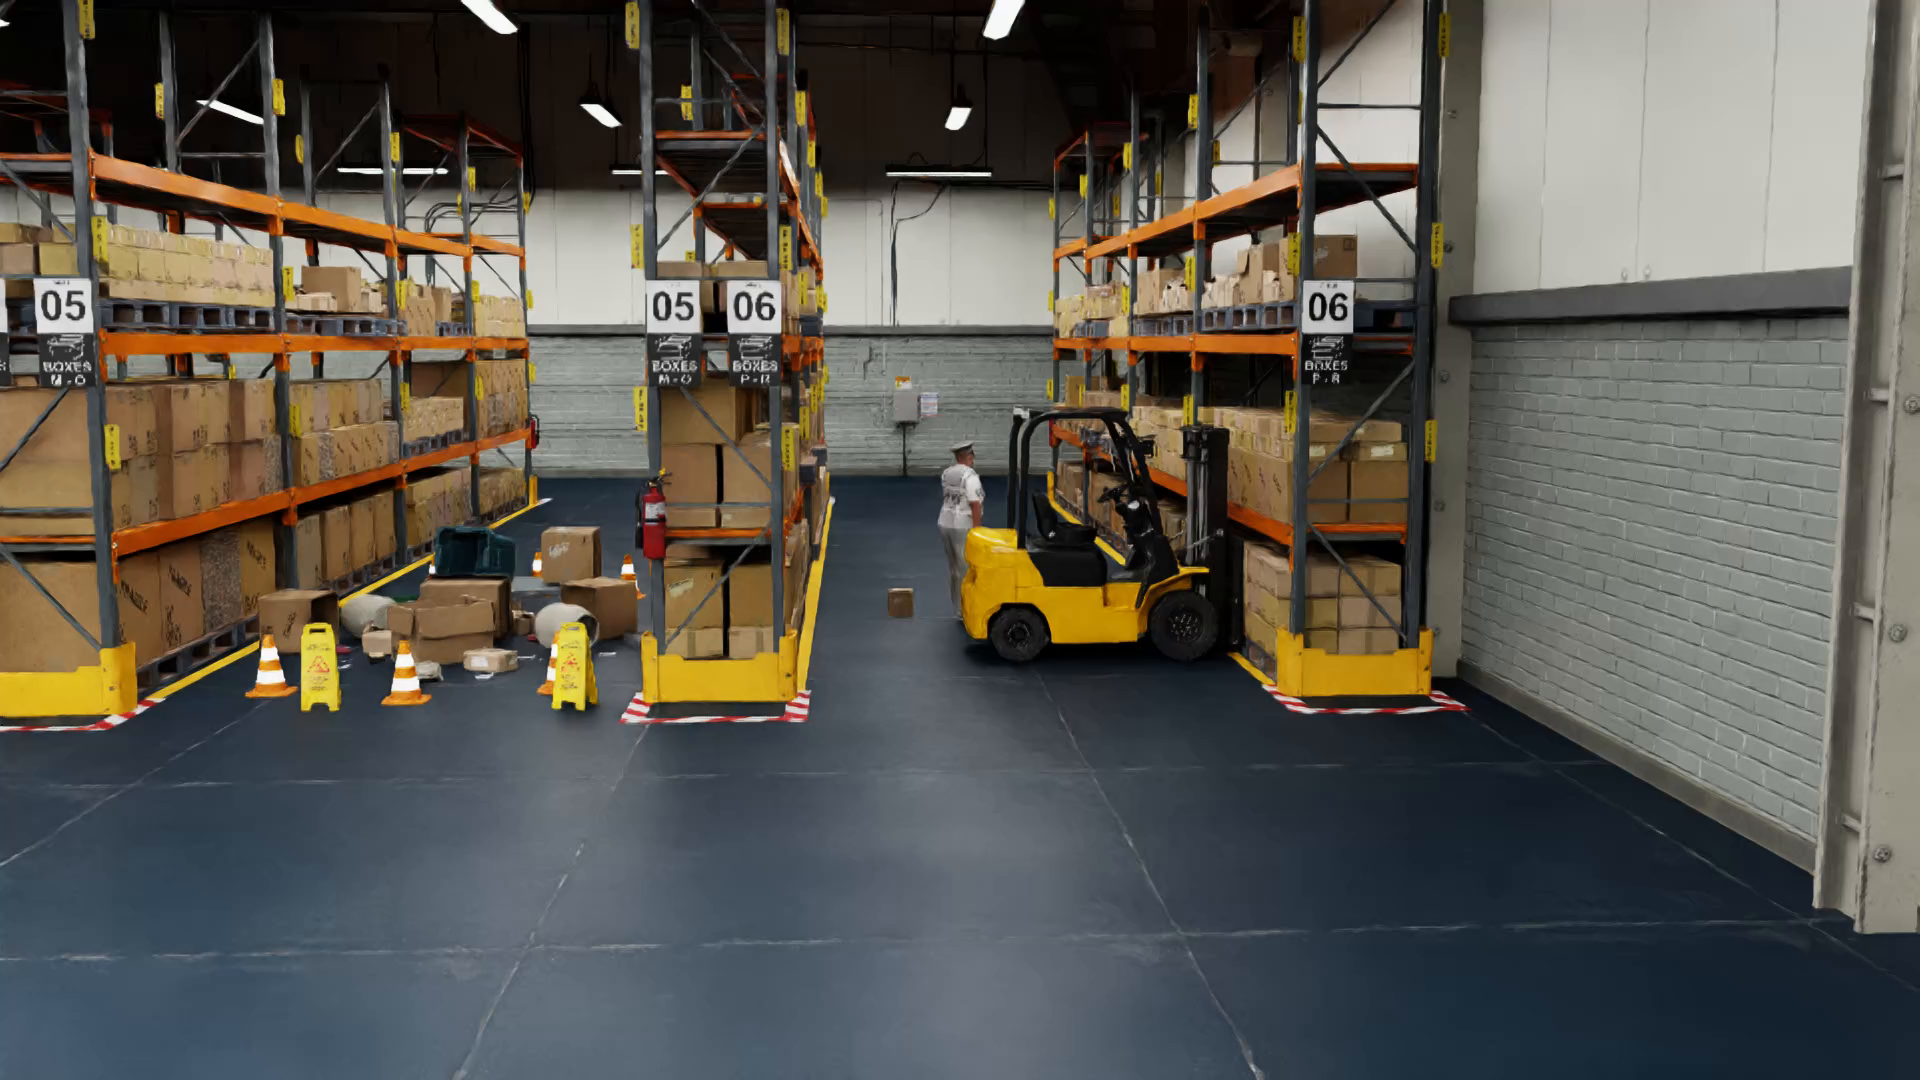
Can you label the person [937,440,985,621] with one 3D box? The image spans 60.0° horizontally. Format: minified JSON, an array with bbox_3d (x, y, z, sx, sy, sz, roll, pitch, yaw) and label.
[{"bbox_3d":[0.091,-0.094,16.297,0.544,1.769,0.590,-5,8,-36],"label":"person"}]
